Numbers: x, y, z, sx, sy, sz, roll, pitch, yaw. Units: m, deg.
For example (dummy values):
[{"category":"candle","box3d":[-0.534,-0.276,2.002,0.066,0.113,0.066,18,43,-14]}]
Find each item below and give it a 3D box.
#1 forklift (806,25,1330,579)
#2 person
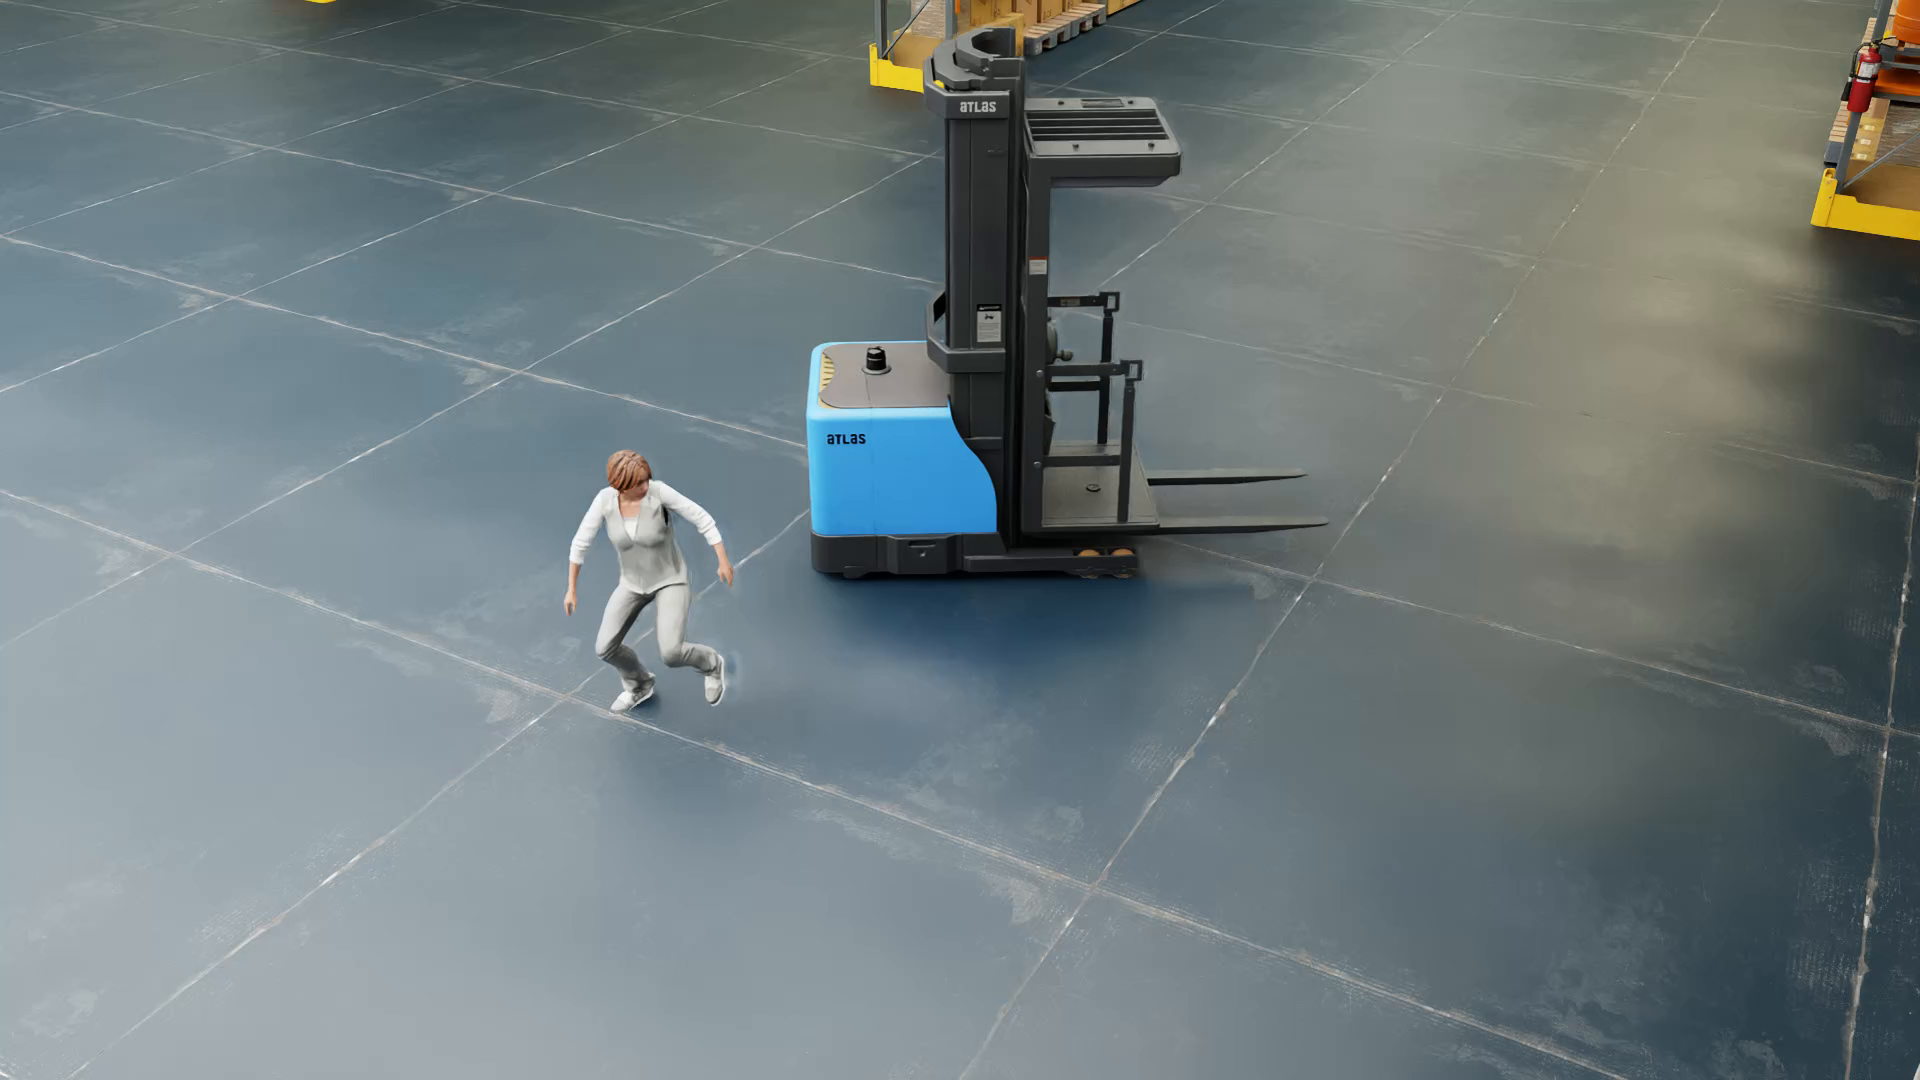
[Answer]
[{"category":"forklift","box3d":[0.639,-1.309,9.339,3.031,2.935,1.130,-1,30,-2]},{"category":"person","box3d":[-1.517,0.231,8.143,0.742,1.495,0.474,8,31,13]}]
